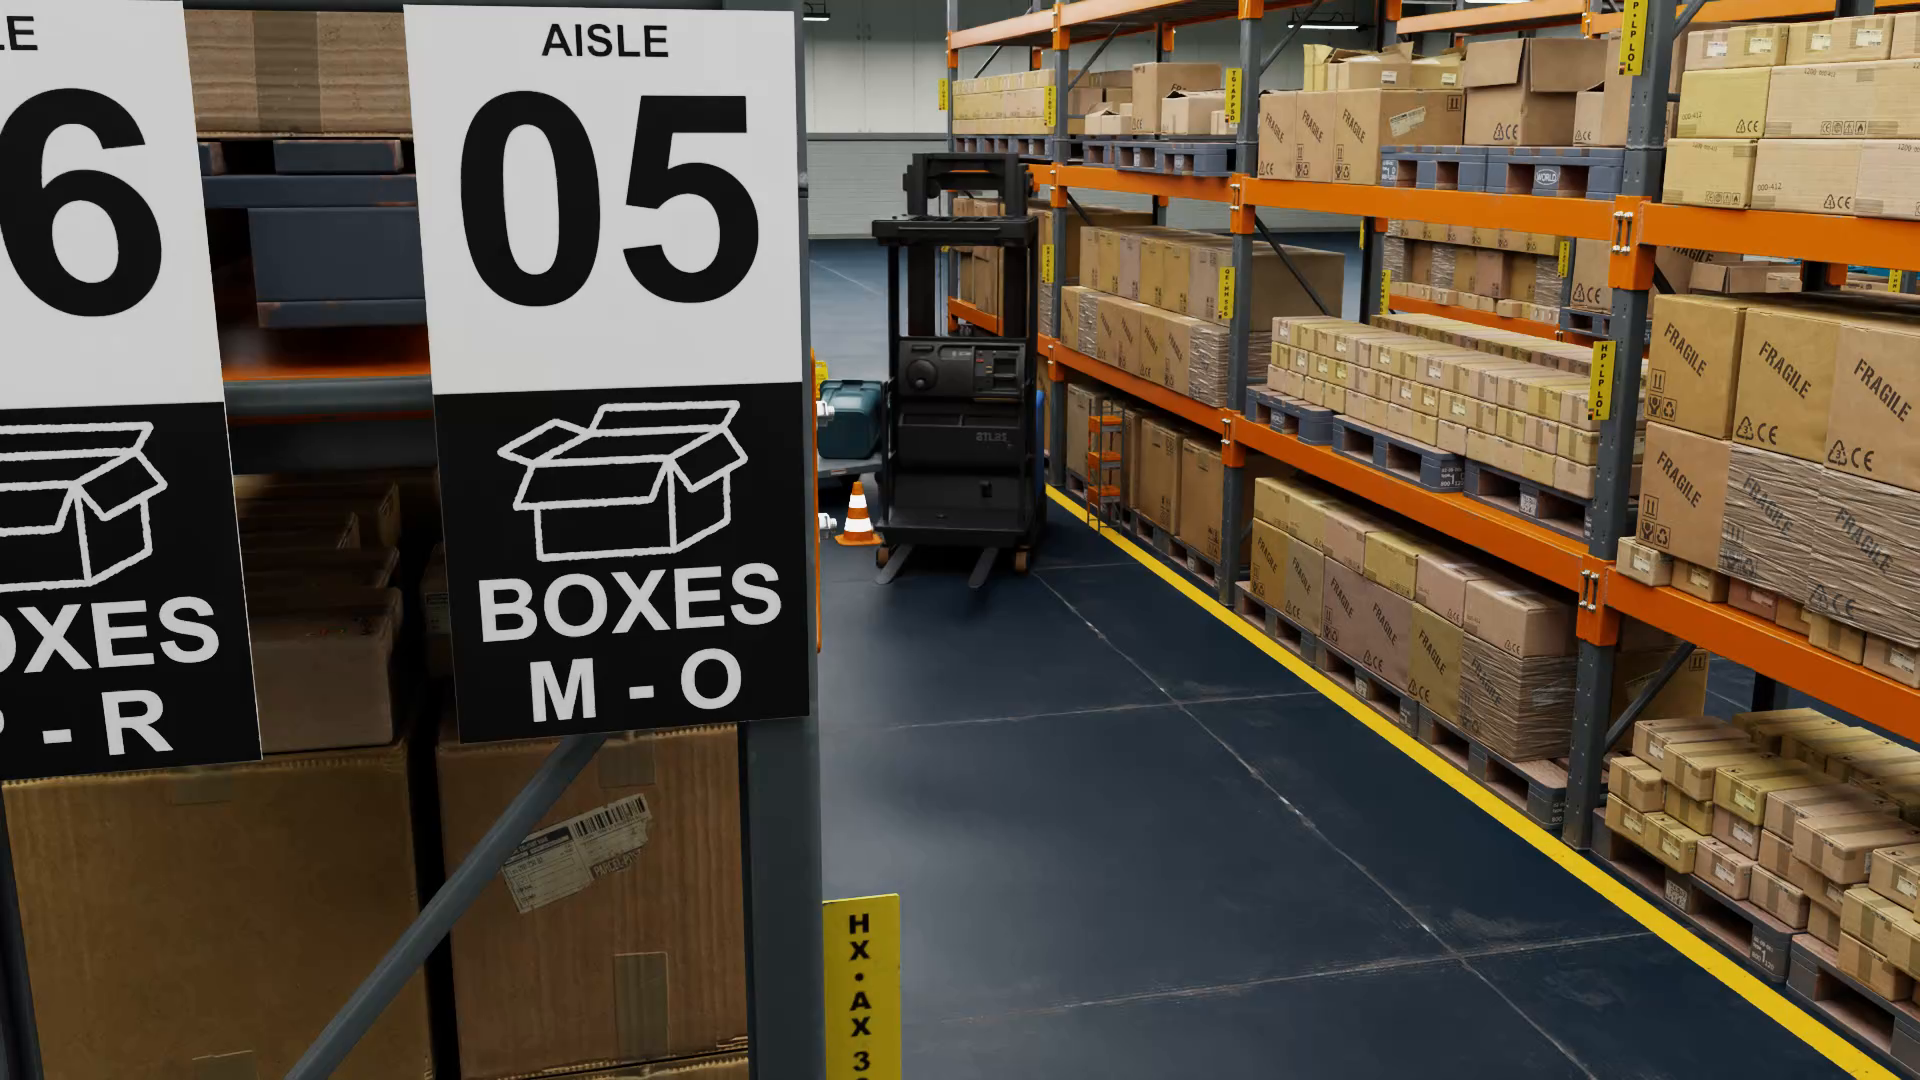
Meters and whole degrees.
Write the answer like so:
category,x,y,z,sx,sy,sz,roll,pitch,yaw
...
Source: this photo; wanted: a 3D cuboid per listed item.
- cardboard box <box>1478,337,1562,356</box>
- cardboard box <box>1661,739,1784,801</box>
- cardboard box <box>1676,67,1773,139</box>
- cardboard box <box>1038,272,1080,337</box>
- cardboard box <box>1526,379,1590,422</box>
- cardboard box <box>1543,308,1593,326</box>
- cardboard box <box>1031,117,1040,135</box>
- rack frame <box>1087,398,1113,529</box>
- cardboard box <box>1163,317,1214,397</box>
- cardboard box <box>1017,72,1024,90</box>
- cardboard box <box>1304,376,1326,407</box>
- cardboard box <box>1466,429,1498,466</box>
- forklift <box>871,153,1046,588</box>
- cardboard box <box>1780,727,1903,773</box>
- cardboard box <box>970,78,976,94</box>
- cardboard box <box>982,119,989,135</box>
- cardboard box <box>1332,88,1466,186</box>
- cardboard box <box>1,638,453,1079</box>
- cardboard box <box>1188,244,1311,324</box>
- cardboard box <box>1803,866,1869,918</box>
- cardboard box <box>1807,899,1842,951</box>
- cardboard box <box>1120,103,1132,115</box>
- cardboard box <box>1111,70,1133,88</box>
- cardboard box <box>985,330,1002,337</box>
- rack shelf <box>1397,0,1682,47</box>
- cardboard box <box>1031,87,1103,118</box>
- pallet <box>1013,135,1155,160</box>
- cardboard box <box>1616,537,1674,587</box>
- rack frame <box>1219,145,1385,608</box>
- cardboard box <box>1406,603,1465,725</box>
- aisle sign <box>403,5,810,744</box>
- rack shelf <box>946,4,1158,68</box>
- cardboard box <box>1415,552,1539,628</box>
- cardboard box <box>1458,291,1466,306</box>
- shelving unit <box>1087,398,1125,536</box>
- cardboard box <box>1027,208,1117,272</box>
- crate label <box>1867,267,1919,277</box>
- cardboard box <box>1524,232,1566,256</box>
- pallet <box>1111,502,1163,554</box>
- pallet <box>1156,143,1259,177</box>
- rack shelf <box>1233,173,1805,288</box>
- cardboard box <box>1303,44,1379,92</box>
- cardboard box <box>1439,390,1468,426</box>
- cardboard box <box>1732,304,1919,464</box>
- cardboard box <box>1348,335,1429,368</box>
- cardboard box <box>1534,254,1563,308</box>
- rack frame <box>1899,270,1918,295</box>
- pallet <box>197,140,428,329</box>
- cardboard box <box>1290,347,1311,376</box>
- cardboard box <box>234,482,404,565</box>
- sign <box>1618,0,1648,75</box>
category,x,y,z,sx,sy,sz,roll,pitch,yaw
cardboard box,3.105,-1.033,9.227,0.380,0.149,0.250,-3,14,-10
cardboard box,3.069,0.924,6.692,0.380,0.149,0.250,-3,14,-10
cardboard box,3.062,-1.628,6.214,0.500,0.250,0.500,-3,14,-11
cardboard box,1.205,-2.128,15.002,0.875,0.550,0.550,-3,14,-13
cardboard box,2.834,-0.640,7.618,0.380,0.149,0.250,-4,14,-15
cardboard box,5.812,-2.135,15.876,0.380,0.149,0.250,-3,14,-13
cardboard box,0.848,-3.683,14.796,0.380,0.149,0.250,-3,14,-12
rack frame,1.110,-0.603,13.184,0.200,1.050,0.008,-4,14,-16
cardboard box,1.760,-1.301,11.721,0.500,0.500,0.500,-3,14,-13
cardboard box,0.731,-4.187,15.177,0.380,0.149,0.250,-3,14,-12
cardboard box,2.278,-0.892,9.901,0.380,0.149,0.250,-3,14,-10
cardboard box,2.720,-0.463,8.148,0.380,0.149,0.250,-4,14,-16
forklift,-0.012,-1.267,11.938,1.130,2.935,3.031,2,14,7
cardboard box,3.617,0.891,6.830,0.380,0.149,0.250,-3,14,-12
cardboard box,0.310,-4.599,16.864,0.380,0.149,0.250,-3,14,-13
cardboard box,0.429,-4.093,16.475,0.380,0.149,0.250,-3,14,-14
cardboard box,2.365,-2.177,8.988,0.500,0.500,0.500,-3,14,-13
cardboard box,-1.011,0.464,2.389,0.500,0.500,0.500,-3,14,-11
cardboard box,2.027,-1.803,11.670,0.700,0.500,0.500,-3,14,-14
cardboard box,3.297,1.247,5.997,0.380,0.149,0.250,-3,14,-11
cardboard box,3.332,1.389,6.043,0.380,0.149,0.250,-4,14,-16
cardboard box,1.625,-3.454,13.644,0.500,0.250,0.500,-3,14,-13
cardboard box,1.548,-4.049,14.613,0.380,0.149,0.250,-3,14,-13
cardboard box,0.796,-1.710,17.198,0.875,0.875,0.875,-4,14,-14
rack shelf,5.678,-5.249,16.973,1.077,0.370,4.000,-3,14,-13
cardboard box,0.938,-3.852,14.646,0.500,0.250,0.500,-3,14,-14
pallet,1.121,-3.574,15.104,1.003,0.211,1.213,-3,14,-13
cardboard box,2.931,0.080,6.808,0.380,0.149,0.250,-3,14,-11
rack frame,2.243,-1.048,10.898,1.000,3.000,0.127,-3,14,-13
cardboard box,2.643,0.610,8.493,0.500,0.500,0.500,-4,14,-15
aisle sign,-0.368,-0.166,1.808,0.394,0.787,0.004,-3,14,-13
rack shelf,0.834,-4.803,15.984,1.077,0.370,4.000,-3,14,-13
cardboard box,2.654,0.243,8.412,0.500,0.250,0.500,-3,14,-11
cardboard box,5.490,-2.544,17.550,0.380,0.149,0.250,-3,14,-13
shelving unit,1.144,-0.575,13.070,0.215,1.050,0.252,-4,14,-16
cardboard box,1.008,-2.776,15.378,0.875,0.550,0.550,-3,14,-13
crate label,10.718,-3.031,18.937,0.502,0.435,0.616,-3,14,-13
cardboard box,5.775,-2.991,15.907,0.500,0.500,0.500,-3,14,-13
pallet,1.848,-0.161,13.140,1.003,0.211,1.213,-3,14,-13
pallet,2.040,-2.559,11.160,1.213,0.211,1.003,-3,14,-11
rack shelf,2.712,-1.695,8.738,1.077,0.370,4.000,-3,14,-13
cardboard box,2.191,-2.698,9.507,0.396,0.266,0.258,-3,14,-13
cardboard box,2.650,-0.674,8.382,0.380,0.149,0.250,-4,14,-16
cardboard box,3.188,-0.568,5.987,0.500,0.500,0.500,-4,14,-15
cardboard box,2.409,-1.060,9.335,0.380,0.149,0.250,-3,14,-11
cardboard box,6.103,-2.525,16.103,0.875,0.500,0.500,-3,14,-13
rack frame,7.088,-1.301,11.934,1.000,3.000,0.127,-3,14,-13
pallet,-0.851,-0.488,2.471,1.003,0.211,1.213,-3,14,-13
cardboard box,2.227,-1.090,10.084,0.380,0.149,0.250,-3,14,-10
cardboard box,-1.190,0.003,2.910,0.380,0.149,0.250,-3,14,-12
sign,2.643,-1.993,6.526,0.100,0.325,0.005,-3,14,-13
